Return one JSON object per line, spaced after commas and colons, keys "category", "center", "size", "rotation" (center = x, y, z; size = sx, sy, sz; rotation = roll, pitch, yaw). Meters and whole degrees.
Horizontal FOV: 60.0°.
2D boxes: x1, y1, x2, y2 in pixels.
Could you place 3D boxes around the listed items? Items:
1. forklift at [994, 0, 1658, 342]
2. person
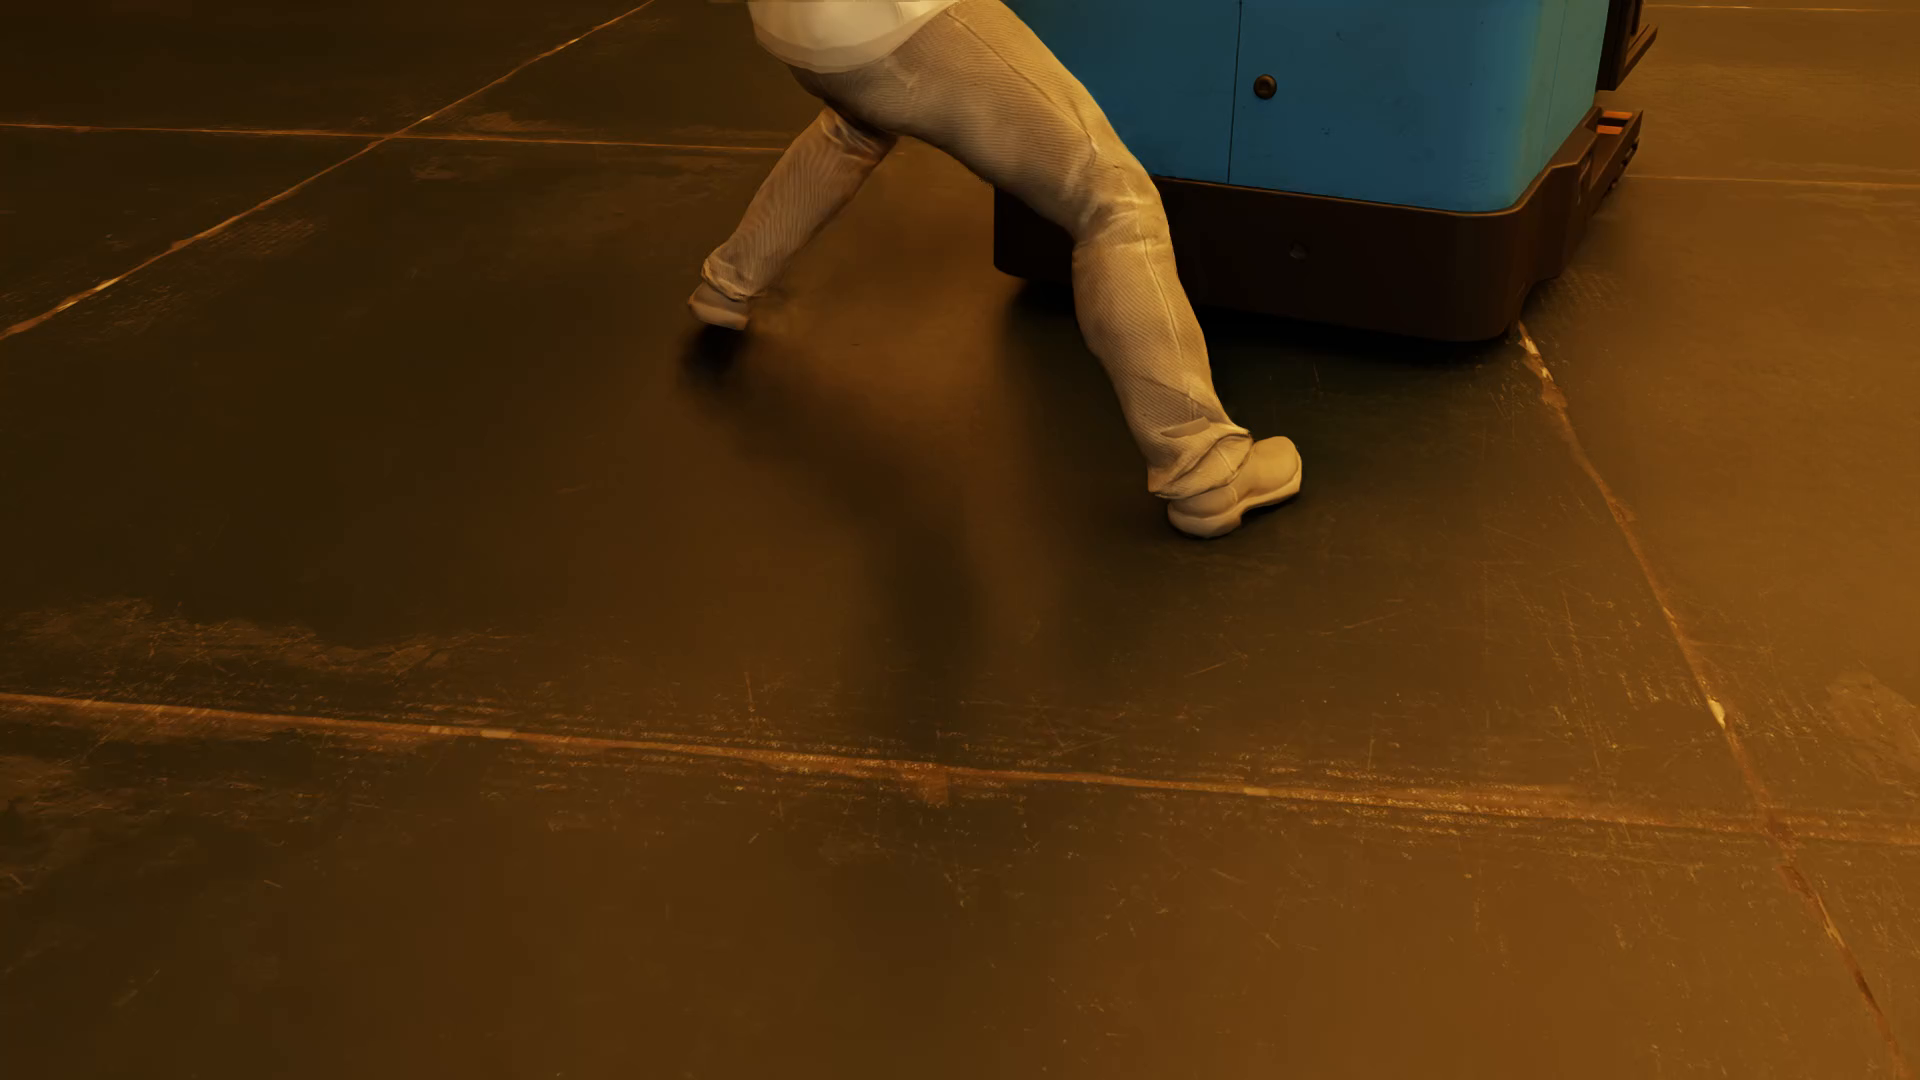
{"category": "forklift", "center": [1.187, -2.304, 3.835], "size": [1.130, 2.935, 3.031], "rotation": [13, 29, 24]}
{"category": "person", "center": [-0.007, -0.928, 2.629], "size": [0.719, 1.543, 1.298], "rotation": [-13, 29, -24]}
